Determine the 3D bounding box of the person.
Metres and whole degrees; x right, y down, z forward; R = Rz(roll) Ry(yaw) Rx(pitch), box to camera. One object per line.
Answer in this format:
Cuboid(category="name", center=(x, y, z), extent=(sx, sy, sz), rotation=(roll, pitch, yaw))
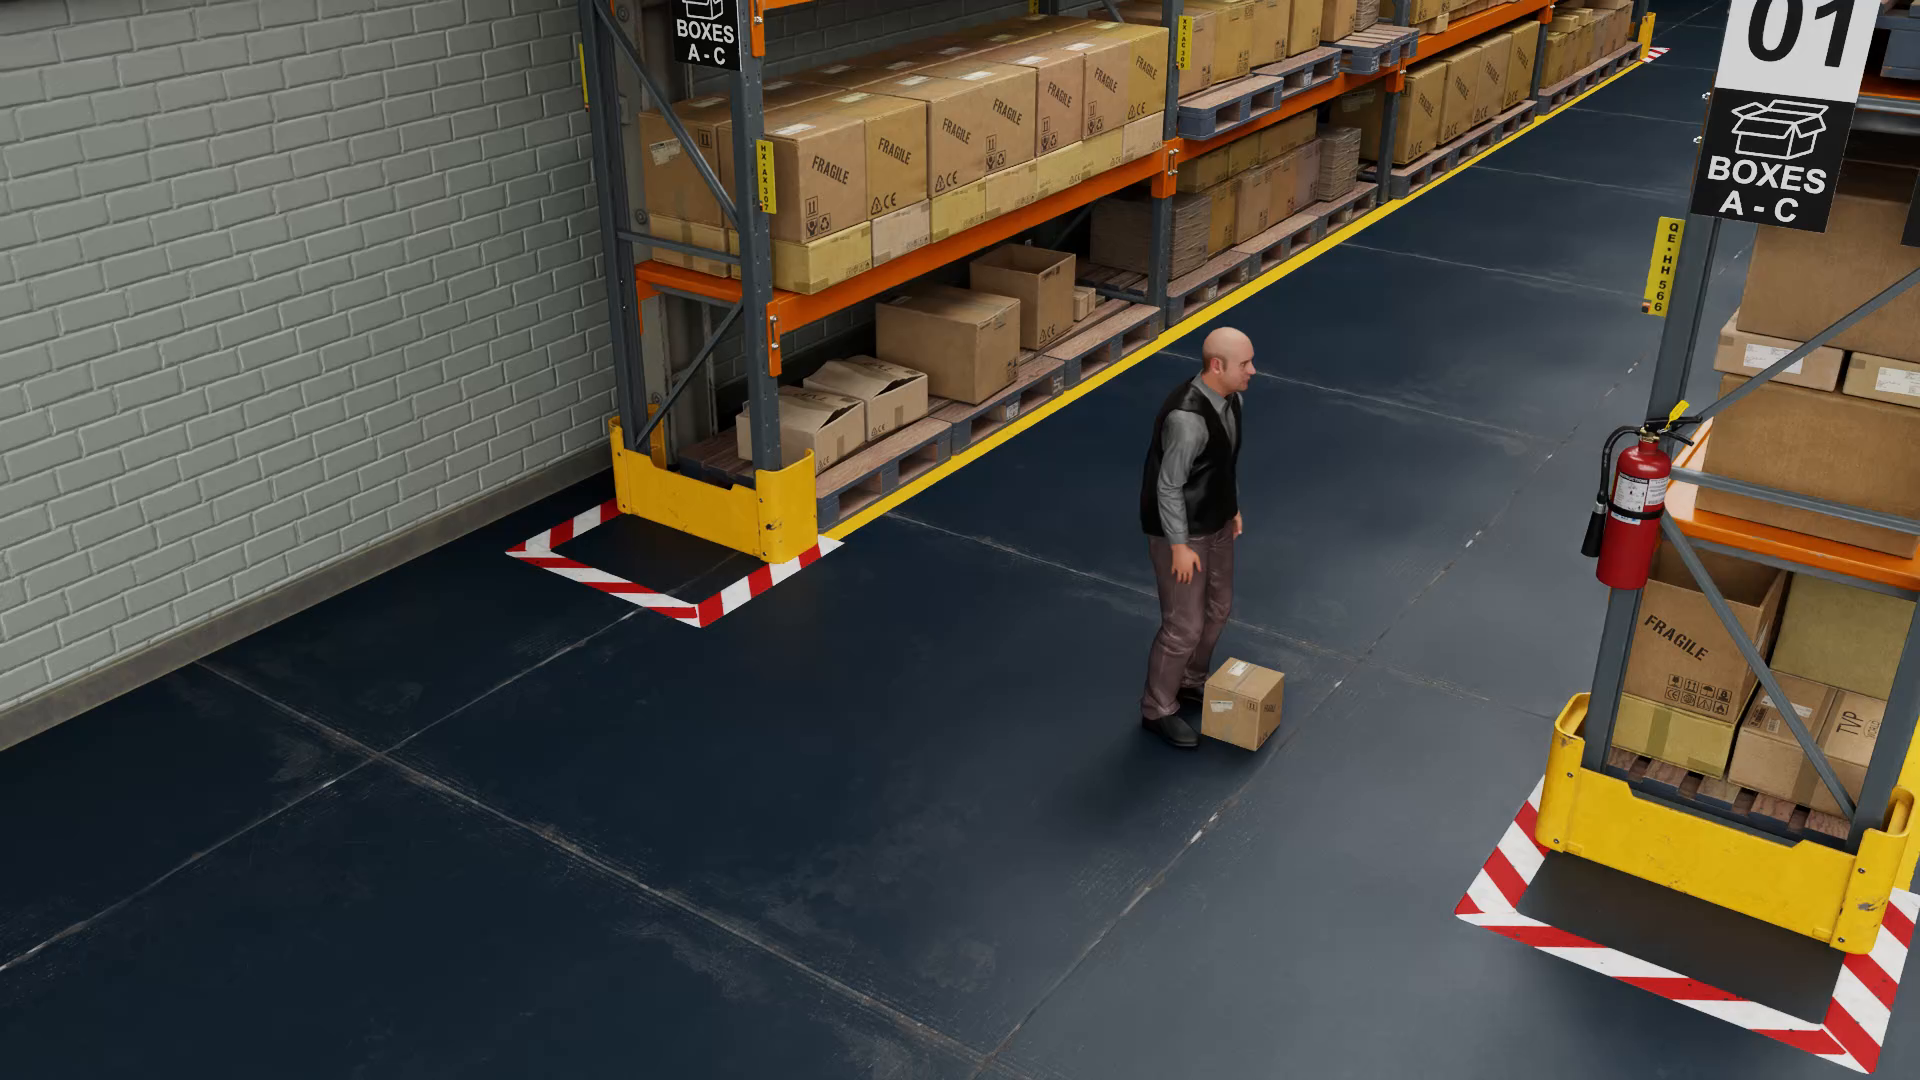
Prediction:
Cuboid(category="person", center=(0.948, -0.046, 6.734), extent=(0.413, 1.722, 0.591), rotation=(16, 31, 28))
